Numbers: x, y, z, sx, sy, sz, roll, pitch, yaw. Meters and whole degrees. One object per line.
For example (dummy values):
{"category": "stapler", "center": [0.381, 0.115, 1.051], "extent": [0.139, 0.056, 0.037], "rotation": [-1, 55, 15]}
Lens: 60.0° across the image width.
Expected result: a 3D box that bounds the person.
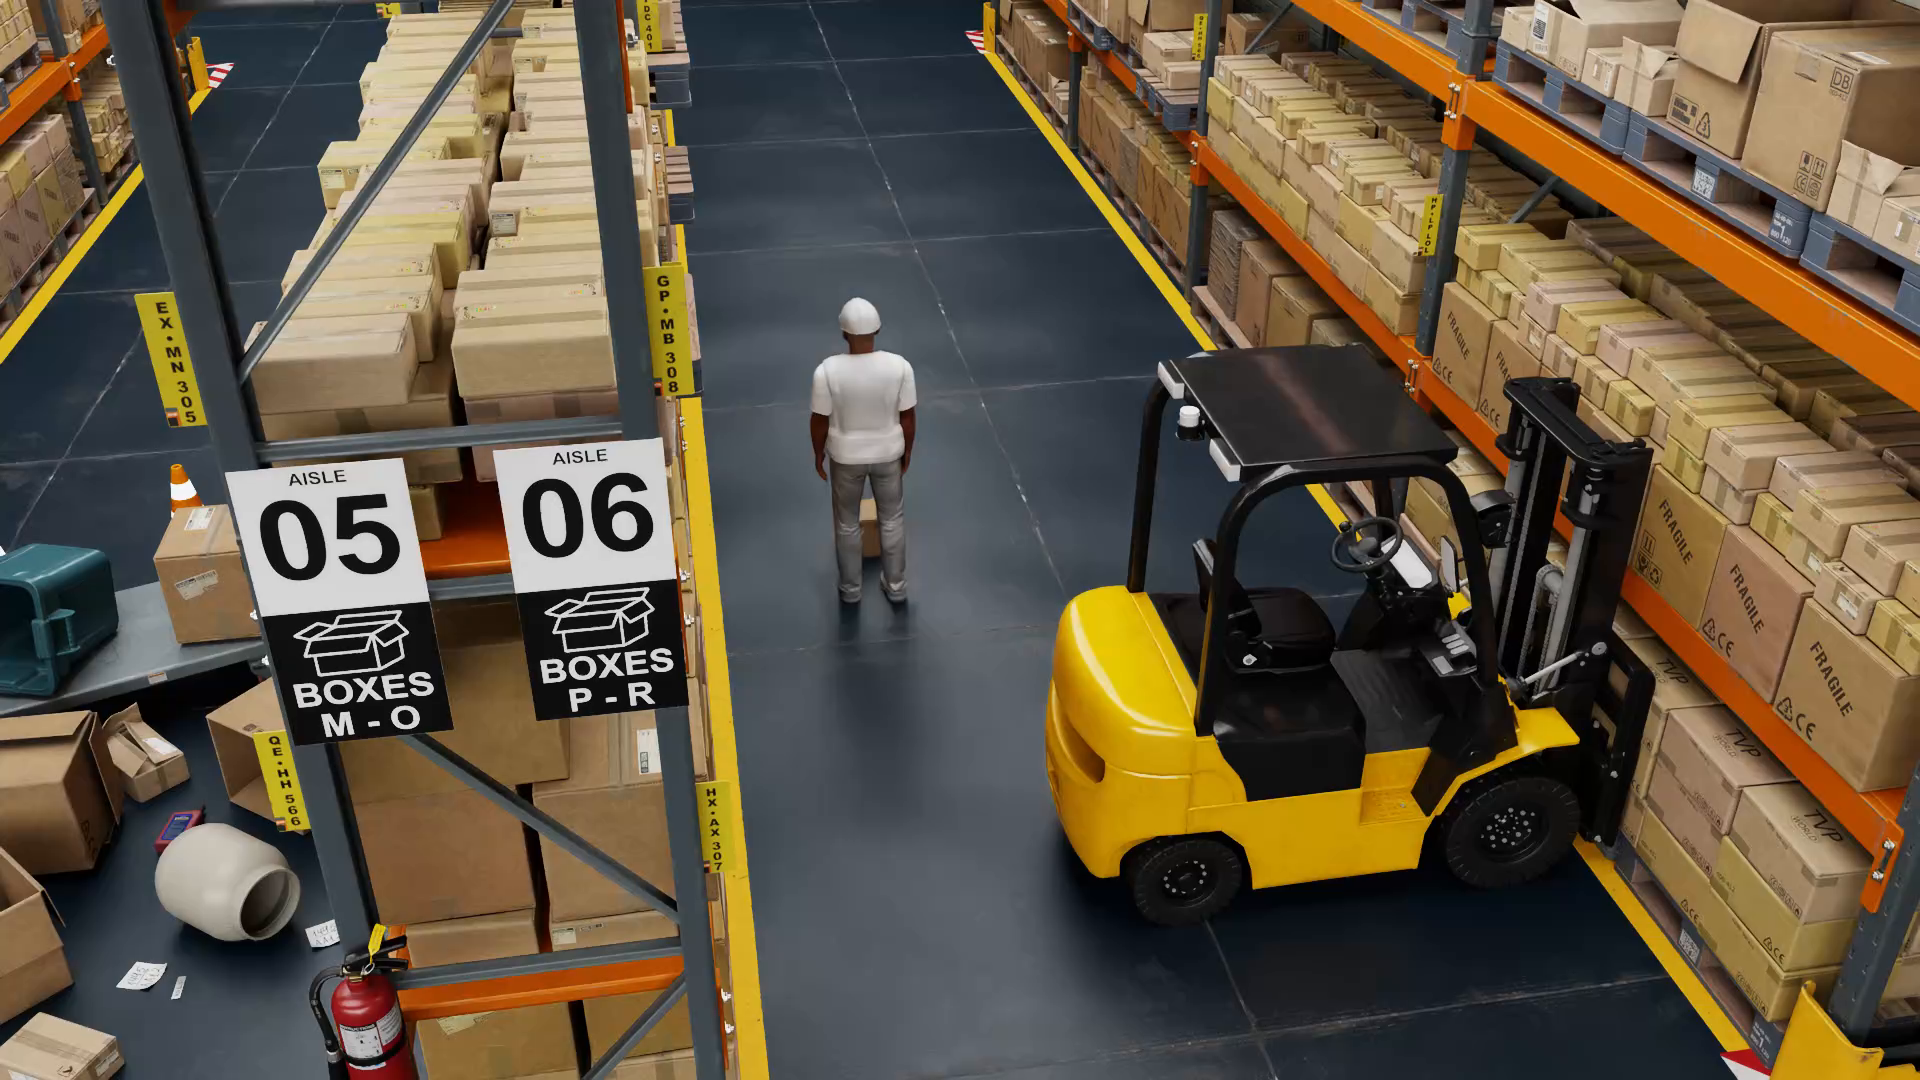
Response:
{"category": "person", "center": [-0.516, -0.468, 8.918], "extent": [0.563, 1.767, 0.366], "rotation": [-5, 31, -8]}
